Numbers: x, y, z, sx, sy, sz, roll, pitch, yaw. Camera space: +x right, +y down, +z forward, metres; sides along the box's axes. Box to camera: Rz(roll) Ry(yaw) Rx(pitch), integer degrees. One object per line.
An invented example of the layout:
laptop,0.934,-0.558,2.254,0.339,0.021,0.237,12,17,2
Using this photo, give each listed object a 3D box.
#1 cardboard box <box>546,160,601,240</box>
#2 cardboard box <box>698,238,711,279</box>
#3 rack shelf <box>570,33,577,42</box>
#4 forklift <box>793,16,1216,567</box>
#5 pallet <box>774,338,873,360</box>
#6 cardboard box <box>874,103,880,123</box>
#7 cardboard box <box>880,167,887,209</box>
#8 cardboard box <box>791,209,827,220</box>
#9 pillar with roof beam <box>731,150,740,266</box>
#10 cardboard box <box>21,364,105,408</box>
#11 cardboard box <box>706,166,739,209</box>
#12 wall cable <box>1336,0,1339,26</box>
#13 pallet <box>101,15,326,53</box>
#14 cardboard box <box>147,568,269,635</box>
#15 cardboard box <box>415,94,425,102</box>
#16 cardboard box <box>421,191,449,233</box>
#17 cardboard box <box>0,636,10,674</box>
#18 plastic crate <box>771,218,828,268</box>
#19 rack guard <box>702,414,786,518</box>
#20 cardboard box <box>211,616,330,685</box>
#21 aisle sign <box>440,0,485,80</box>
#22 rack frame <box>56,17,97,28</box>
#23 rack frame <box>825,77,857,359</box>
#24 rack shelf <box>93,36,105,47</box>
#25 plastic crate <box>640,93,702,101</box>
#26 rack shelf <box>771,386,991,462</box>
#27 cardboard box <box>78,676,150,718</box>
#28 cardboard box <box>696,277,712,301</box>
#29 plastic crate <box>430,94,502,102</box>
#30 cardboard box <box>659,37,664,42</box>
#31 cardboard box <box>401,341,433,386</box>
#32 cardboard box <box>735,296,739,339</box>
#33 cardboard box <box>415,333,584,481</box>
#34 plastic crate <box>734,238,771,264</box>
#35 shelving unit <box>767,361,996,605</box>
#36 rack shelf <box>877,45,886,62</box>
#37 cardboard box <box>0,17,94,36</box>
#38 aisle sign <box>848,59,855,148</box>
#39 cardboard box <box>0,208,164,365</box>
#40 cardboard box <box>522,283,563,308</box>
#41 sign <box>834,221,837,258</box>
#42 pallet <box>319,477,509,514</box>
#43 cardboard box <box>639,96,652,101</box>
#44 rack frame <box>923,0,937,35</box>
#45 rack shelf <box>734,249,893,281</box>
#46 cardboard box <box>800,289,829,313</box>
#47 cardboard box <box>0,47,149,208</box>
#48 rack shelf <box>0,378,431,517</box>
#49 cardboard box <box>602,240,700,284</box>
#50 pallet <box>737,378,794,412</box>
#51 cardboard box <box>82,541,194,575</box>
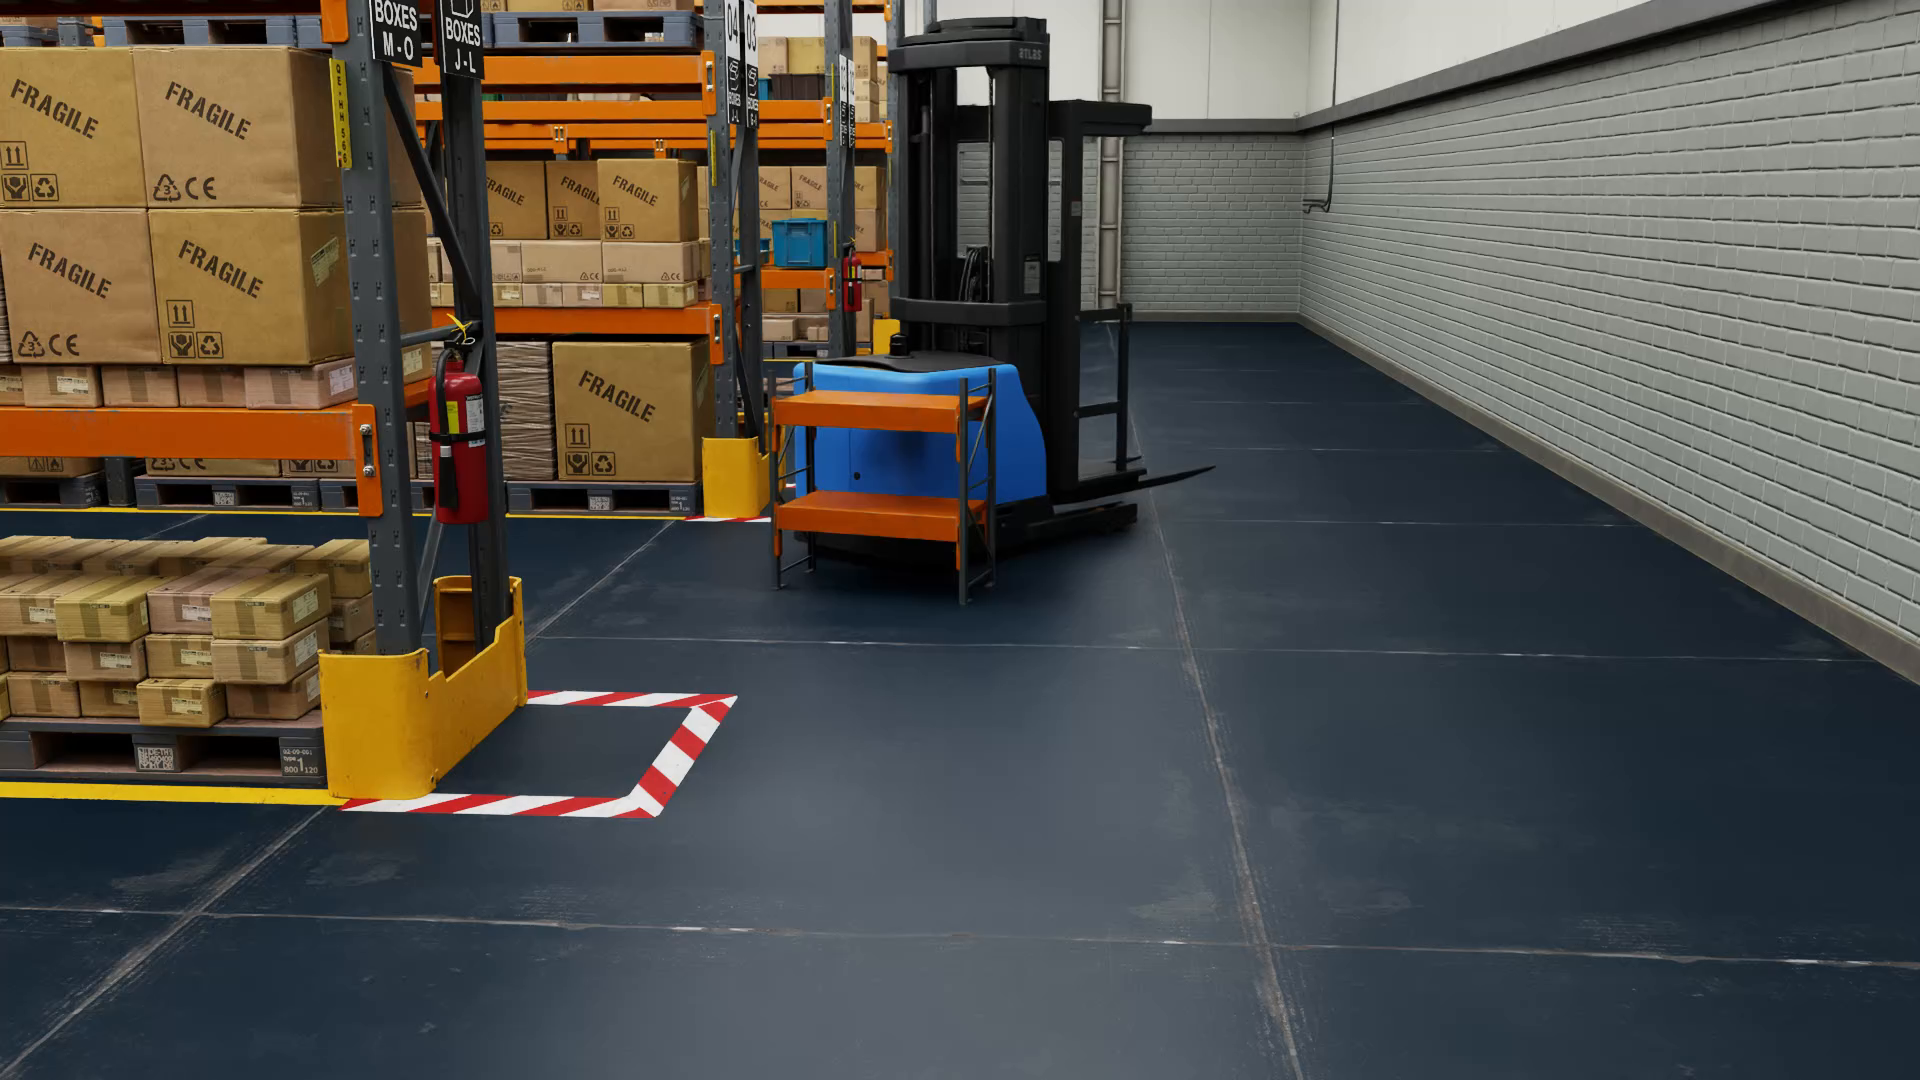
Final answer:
cardboard box,-2.392,-2.233,10.927,0.500,0.500,0.500,0,12,2
cardboard box,-1.893,-1.859,10.971,0.500,0.250,0.500,0,12,2
rack shelf,-6.753,-6.220,20.258,4.000,0.370,1.077,1,12,4
forklift,0.427,-1.528,9.912,1.130,2.935,3.031,11,16,42
pallet,-1.638,-2.396,20.707,1.213,0.211,1.003,1,12,4
cardboard box,-1.262,-5.203,20.356,0.500,0.250,0.500,1,12,4
cardboard box,-1.192,-4.348,20.540,0.500,0.500,0.500,1,12,5
cardboard box,-1.749,-3.755,20.149,0.500,0.500,0.500,1,12,4
pillar with roof beam,-3.962,-7.040,21.446,0.400,9.000,9.100,1,12,4
cardboard box,-2.962,-0.548,5.673,0.250,0.149,0.380,1,12,5
cardboard box,-2.763,-4.257,20.109,0.500,0.500,0.500,1,12,6
wall cable,5.000,-7.947,21.029,0.112,2.526,3.097,1,12,4
pallet,-4.608,-3.192,10.591,1.213,0.211,1.003,1,12,4
cardboard box,-2.656,0.214,5.901,0.250,0.149,0.380,1,12,5
cardboard box,-6.586,-5.615,20.446,0.600,0.600,0.600,0,12,2
cardboard box,-6.524,-4.070,20.629,0.500,0.500,0.700,-2,12,-11
cardboard box,-3.446,0.371,5.881,0.250,0.149,0.380,1,12,5
plastic crate,-1.448,-2.750,15.358,0.499,0.435,0.616,1,12,4
rack guard,-1.408,-0.502,10.945,0.348,0.500,1.175,1,12,4
cardboard box,-2.410,0.382,5.828,0.250,0.149,0.380,0,12,2
aisle sign,-1.772,-2.046,5.876,0.004,0.787,0.394,1,12,4
rack frame,-5.423,-4.717,10.338,0.127,3.000,1.000,1,12,4
rack frame,-1.101,-2.737,15.528,0.127,3.000,1.000,1,12,4
rack shelf,-14.408,-7.536,25.579,4.000,0.370,1.077,1,12,4
plastic crate,-2.607,-4.252,15.596,0.767,0.338,0.504,1,12,4
rack shelf,-0.391,-0.597,8.444,1.000,0.278,0.538,4,12,18
cardboard box,-2.925,0.508,5.953,0.250,0.149,0.380,1,12,3
cardboard box,-1.764,-1.675,11.062,0.250,0.149,0.380,1,12,4
plastic crate,-4.649,-4.213,15.772,0.662,0.188,0.450,1,12,4
cardboard box,-3.281,-5.770,20.015,0.500,0.500,0.700,1,12,4
cardboard box,-2.166,-0.662,6.221,0.250,0.149,0.380,1,12,3
cardboard box,-2.883,-2.773,20.720,0.637,0.503,0.797,1,12,4
cardboard box,-2.984,-0.896,10.889,0.875,0.875,0.875,1,12,4
plastic crate,-1.982,-2.764,15.920,0.300,0.233,0.416,1,12,4
shelving unit,-0.391,-0.310,8.504,1.048,1.125,0.538,4,12,18
rack shelf,-2.435,-7.177,24.835,4.000,0.370,1.077,1,12,4
cardboard box,-6.003,-3.509,10.620,0.500,0.500,0.700,1,12,5
aisle sign,-1.010,-4.070,15.547,0.004,0.787,0.394,1,12,4
cardboard box,-2.844,-0.870,5.630,0.500,0.500,0.500,1,12,3
cardboard box,-2.569,-1.551,10.469,0.250,0.149,0.380,1,12,5
sign,-1.122,-2.705,14.973,0.005,0.325,0.100,1,12,4
pallet,-3.449,-0.373,11.035,1.213,0.211,1.003,1,12,4
cardboard box,-3.790,-5.380,19.979,0.500,0.250,0.500,1,12,4
rack frame,-0.439,-7.698,24.589,0.127,3.000,1.000,1,12,4
rack shelf,-2.762,-3.425,20.570,4.000,0.370,1.077,1,12,4
cardboard box,-2.145,-3.746,25.430,0.500,0.500,0.700,0,12,2
cardboard box,-2.843,-1.360,5.531,0.500,0.500,0.500,0,12,2
rack shelf,-3.860,-0.389,6.058,4.000,0.370,1.077,1,12,4
cardboard box,-1.933,-1.750,10.448,0.500,0.250,0.500,1,12,3
pallet,-1.921,-1.392,15.906,1.213,0.211,1.003,1,12,4
cardboard box,-3.143,0.113,6.385,0.250,0.149,0.380,0,12,1
